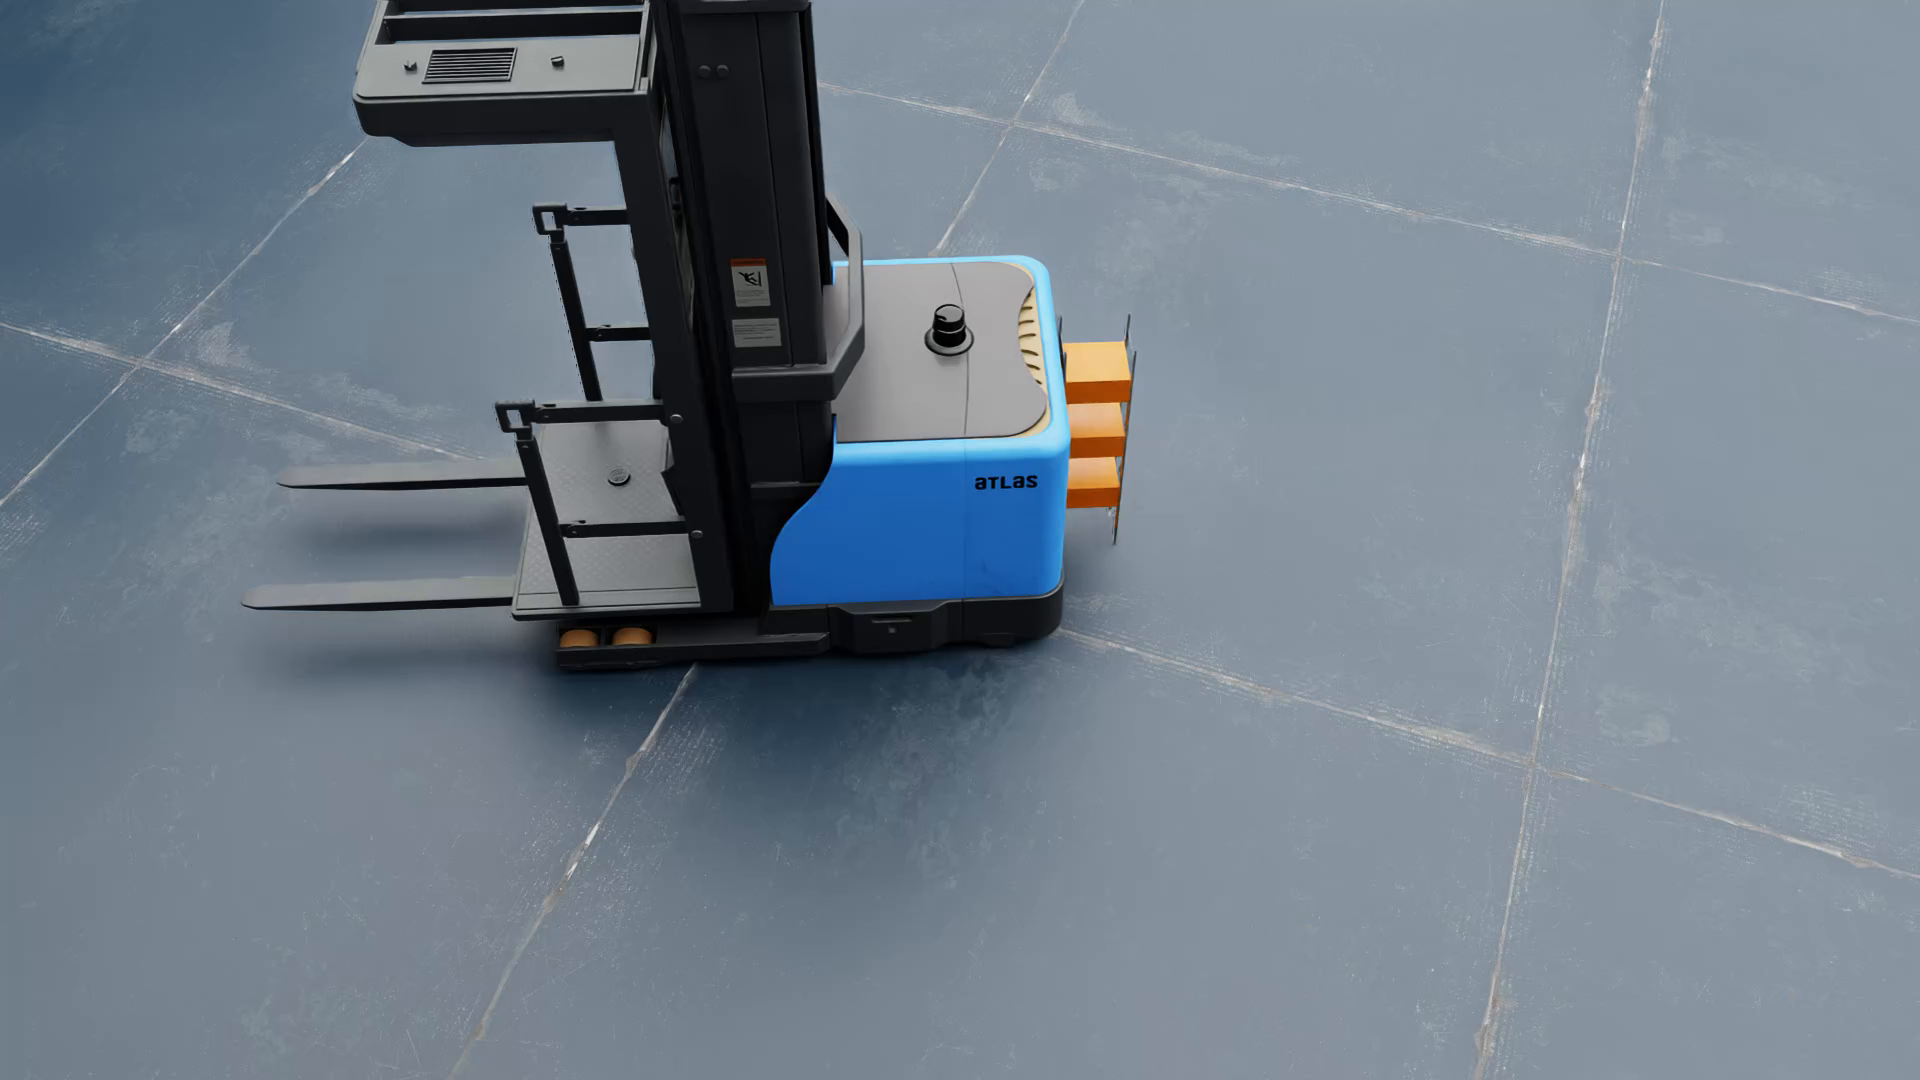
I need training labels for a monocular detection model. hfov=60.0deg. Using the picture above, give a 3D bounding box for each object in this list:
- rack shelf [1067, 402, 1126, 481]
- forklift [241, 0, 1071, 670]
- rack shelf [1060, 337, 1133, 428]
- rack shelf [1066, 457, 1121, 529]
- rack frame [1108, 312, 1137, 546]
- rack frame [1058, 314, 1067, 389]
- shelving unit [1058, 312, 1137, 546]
[{"bbox_3d":[0.487,-0.382,6.267,0.240,0.259,0.215,-2,49,-2],"label":"rack shelf"},{"bbox_3d":[-1.152,-0.887,5.446,3.031,2.935,1.130,-2,49,-2],"label":"forklift"},{"bbox_3d":[0.487,-0.568,6.053,0.240,0.259,0.215,-2,49,-2],"label":"rack shelf"},{"bbox_3d":[0.487,-0.200,6.477,0.240,0.259,0.215,-2,49,-2],"label":"rack shelf"},{"bbox_3d":[0.609,-0.394,6.263,0.008,1.050,0.200,-2,49,-2],"label":"rack frame"},{"bbox_3d":[0.365,-0.385,6.255,0.008,1.050,0.200,-2,49,-2],"label":"rack frame"},{"bbox_3d":[0.487,-0.389,6.259,0.252,1.050,0.215,-2,49,-2],"label":"shelving unit"}]
